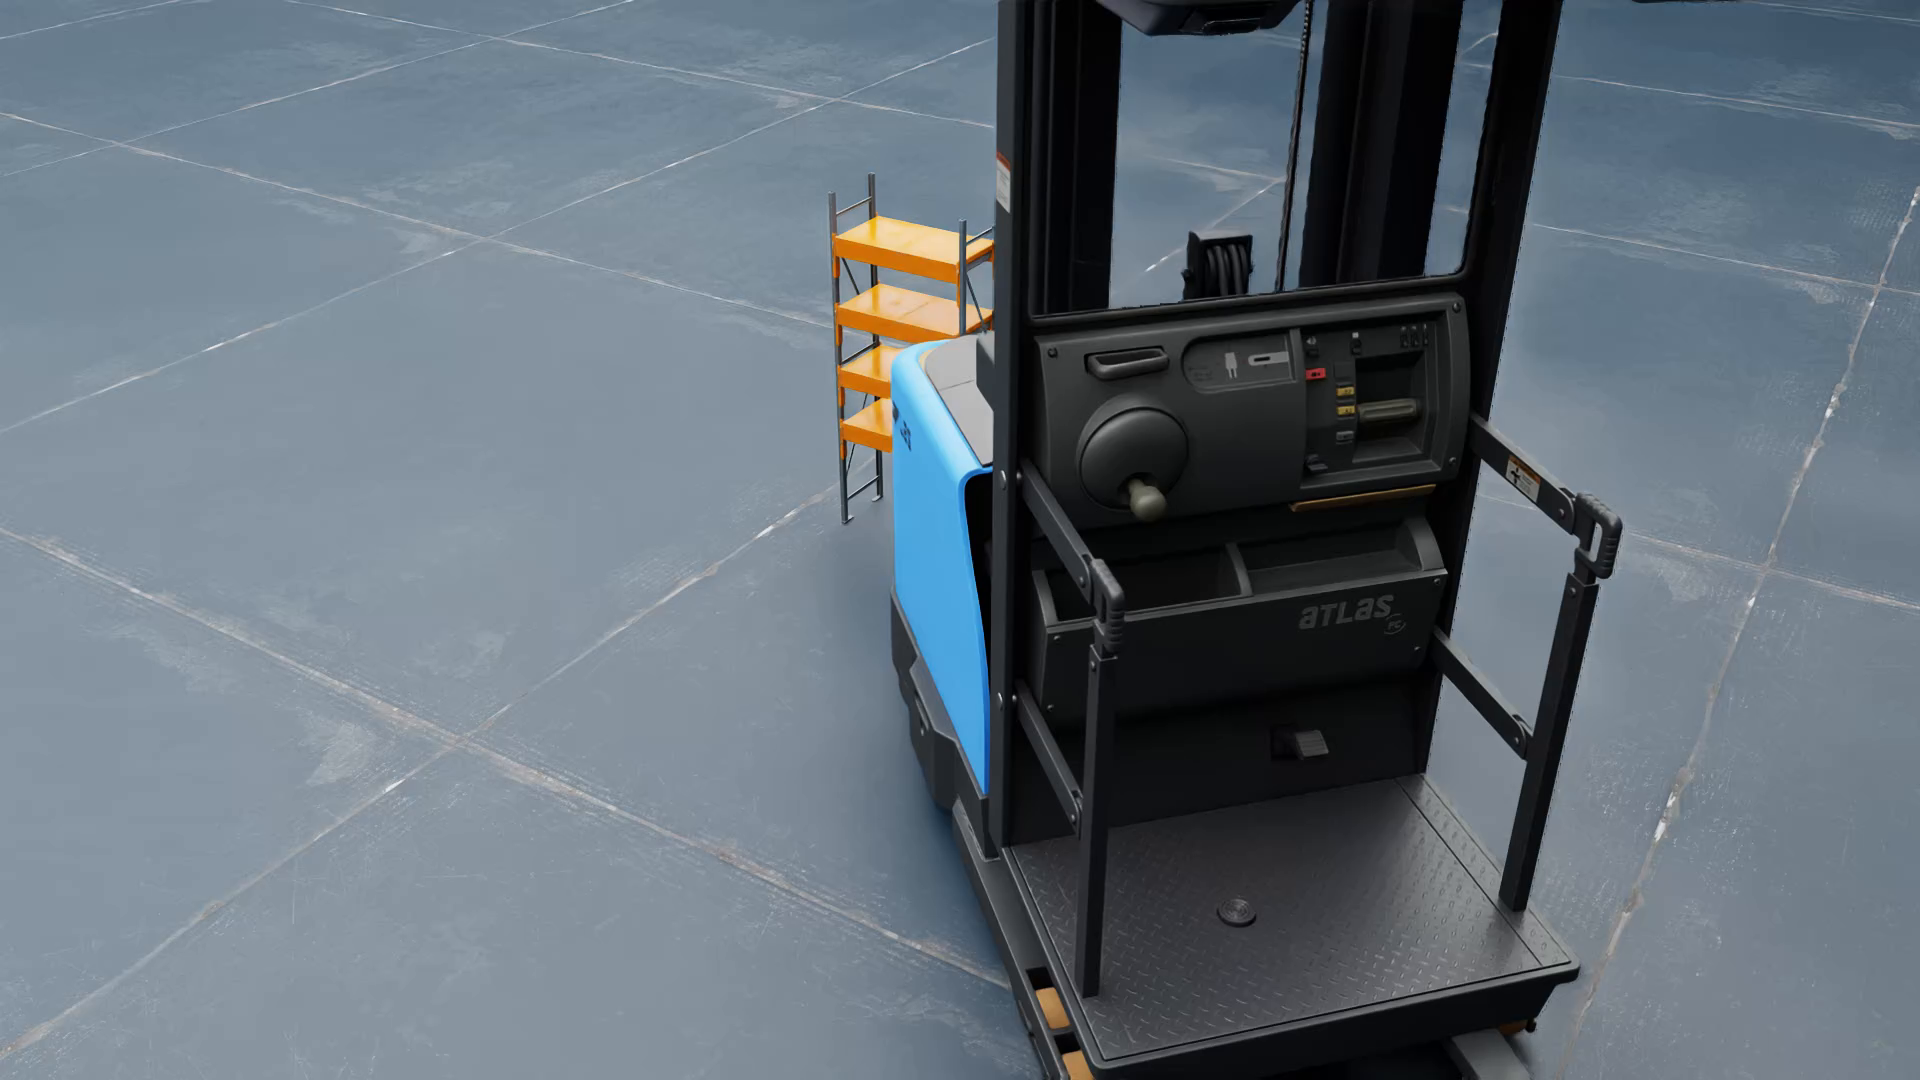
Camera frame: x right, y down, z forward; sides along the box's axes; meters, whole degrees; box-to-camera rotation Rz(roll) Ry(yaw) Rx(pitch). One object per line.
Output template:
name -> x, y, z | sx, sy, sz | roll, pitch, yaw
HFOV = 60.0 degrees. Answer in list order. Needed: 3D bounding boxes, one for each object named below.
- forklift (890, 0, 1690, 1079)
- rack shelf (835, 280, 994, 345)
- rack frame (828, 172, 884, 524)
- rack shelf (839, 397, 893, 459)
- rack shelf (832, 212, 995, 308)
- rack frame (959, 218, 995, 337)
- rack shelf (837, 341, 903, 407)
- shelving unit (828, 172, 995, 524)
forklift -> 0.669, -0.220, 3.218 | 1.130, 2.935, 3.031 | -8, 31, -13
rack shelf -> -0.140, -0.698, 5.445 | 0.480, 0.148, 0.258 | 18, 35, 27
rack frame -> -0.347, -0.628, 5.636 | 0.015, 1.200, 0.240 | 18, 35, 27
rack shelf -> -0.140, -0.333, 5.658 | 0.480, 0.148, 0.258 | 18, 35, 27
rack shelf -> -0.140, -0.902, 5.326 | 0.480, 0.148, 0.258 | 18, 35, 27
rack frame -> 0.066, -0.497, 5.412 | 0.015, 1.200, 0.240 | 18, 35, 27
rack shelf -> -0.140, -0.504, 5.558 | 0.480, 0.148, 0.258 | 18, 35, 27
shelving unit -> -0.140, -0.563, 5.524 | 0.503, 1.200, 0.258 | 18, 35, 27
